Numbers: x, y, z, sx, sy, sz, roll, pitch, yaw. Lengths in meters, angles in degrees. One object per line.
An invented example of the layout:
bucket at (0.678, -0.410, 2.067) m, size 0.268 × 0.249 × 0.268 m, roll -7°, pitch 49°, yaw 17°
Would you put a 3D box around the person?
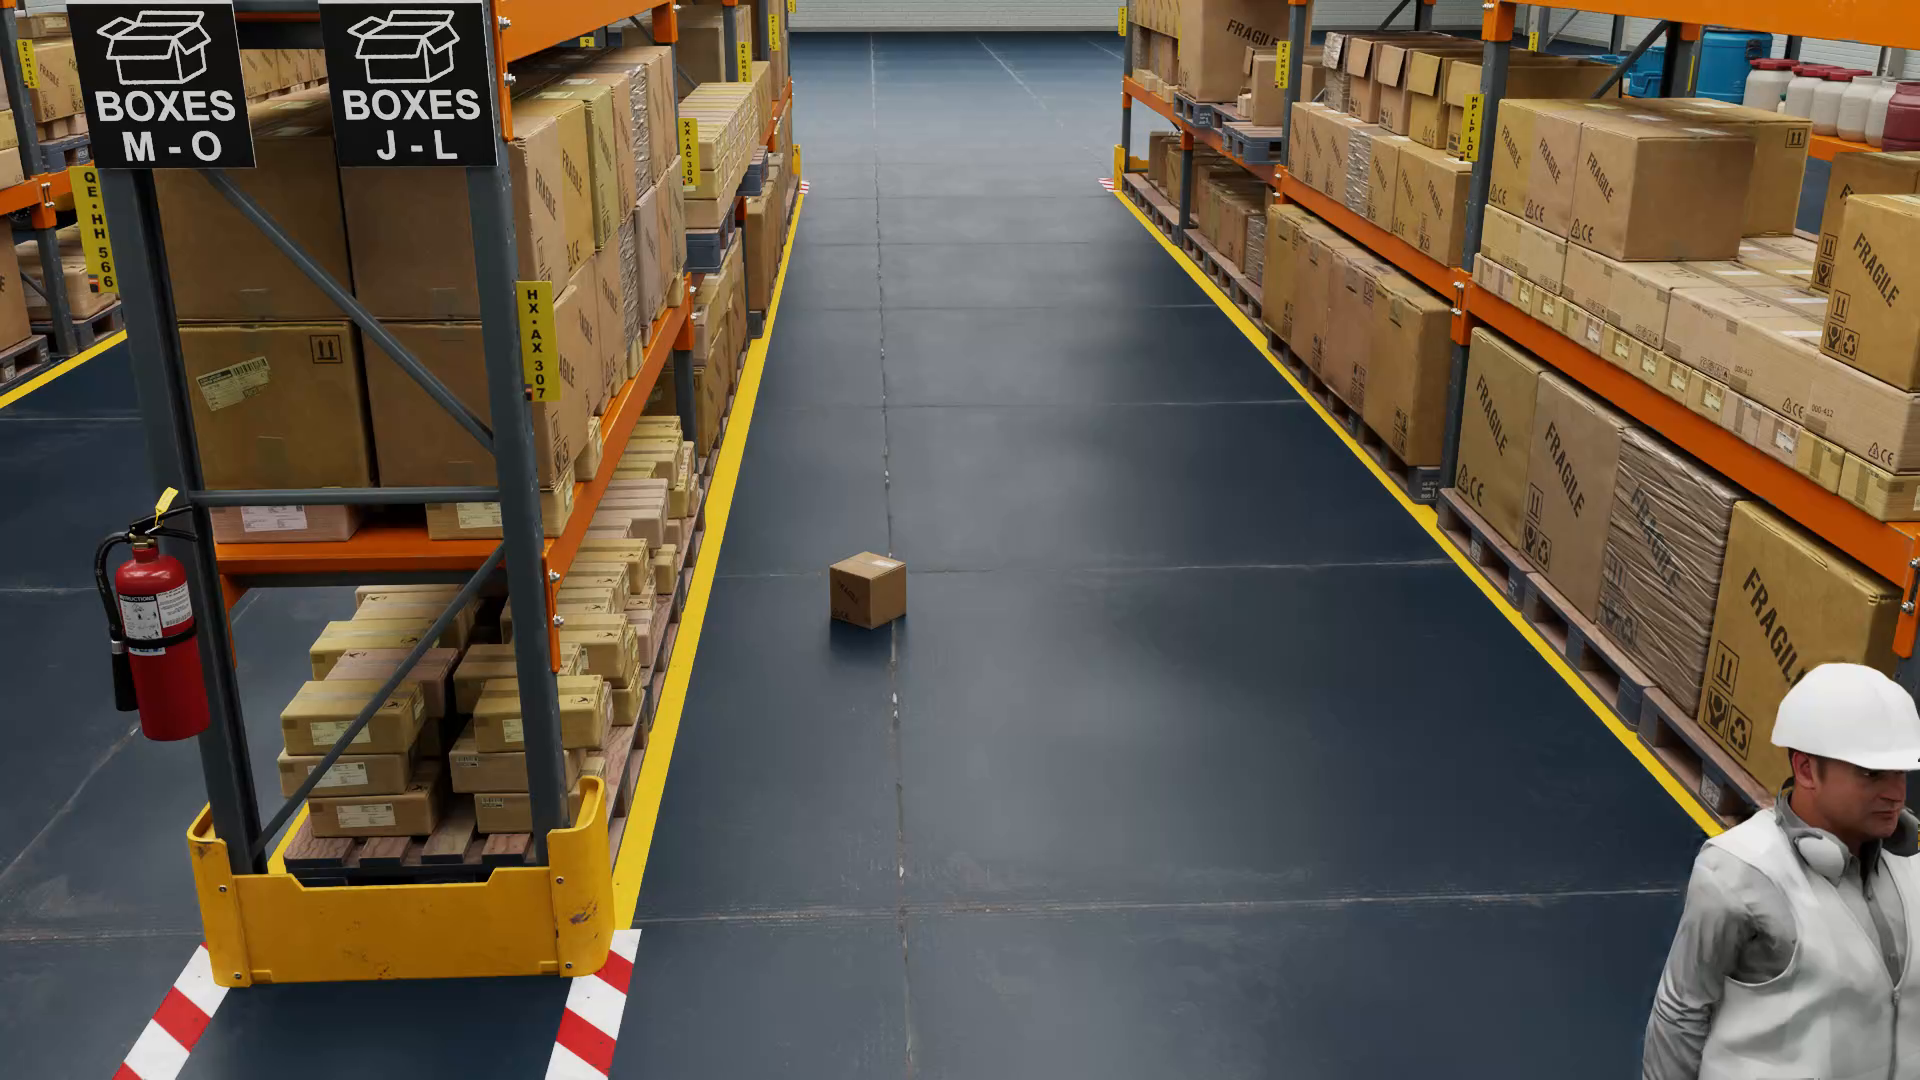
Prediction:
person at (1.604, 1.107, 3.059) m, size 0.547 × 1.804 × 0.756 m, roll -10°, pitch 22°, yaw -25°
